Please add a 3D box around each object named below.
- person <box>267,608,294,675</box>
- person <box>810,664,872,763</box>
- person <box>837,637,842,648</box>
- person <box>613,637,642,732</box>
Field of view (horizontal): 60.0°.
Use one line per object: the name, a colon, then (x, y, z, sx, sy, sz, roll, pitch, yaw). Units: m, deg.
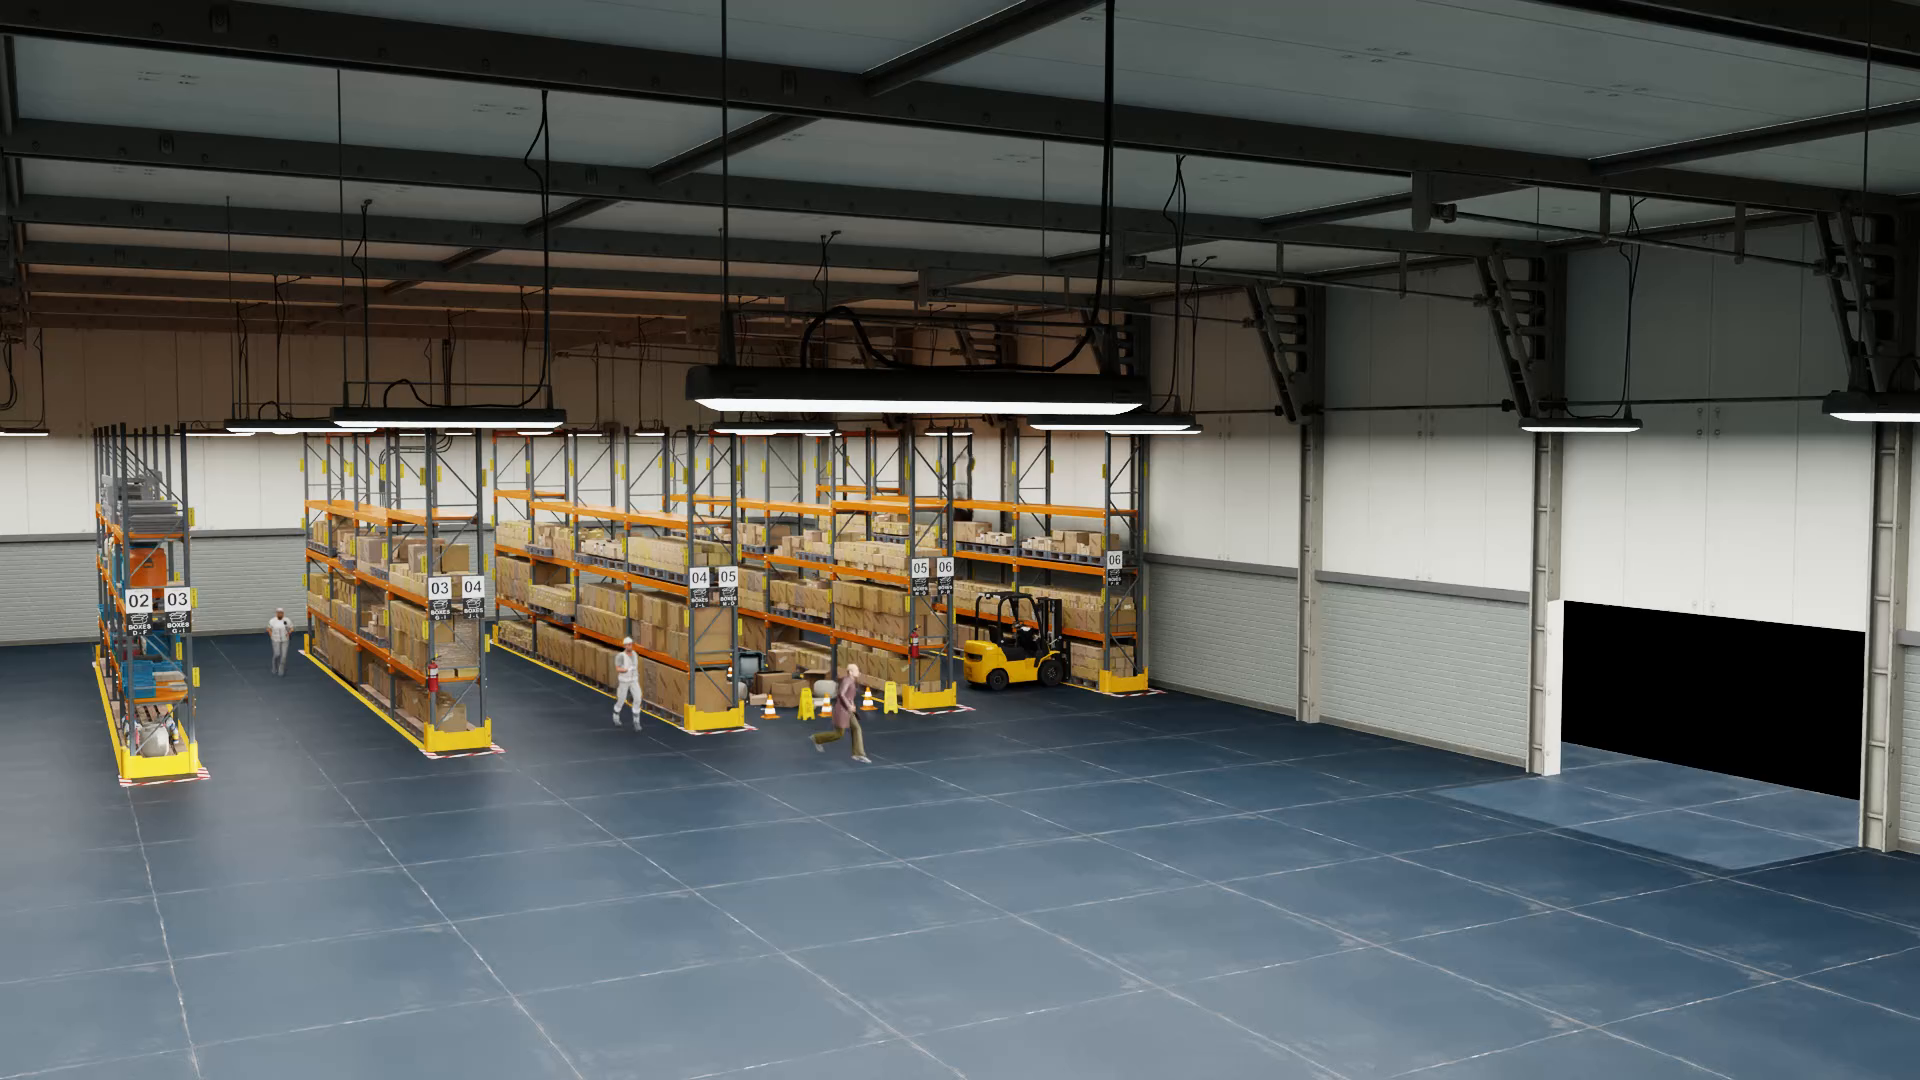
person: (-16.473, 2.460, 40.348, 0.587, 1.634, 0.583, -2, 4, -26)
person: (-2.103, 3.081, 29.484, 1.111, 1.778, 0.714, 1, 4, 10)
person: (-3.132, 2.099, 45.384, 0.631, 1.811, 0.827, -2, 4, -34)
person: (-6.563, 2.830, 32.817, 0.639, 1.839, 0.886, -3, 5, -43)
